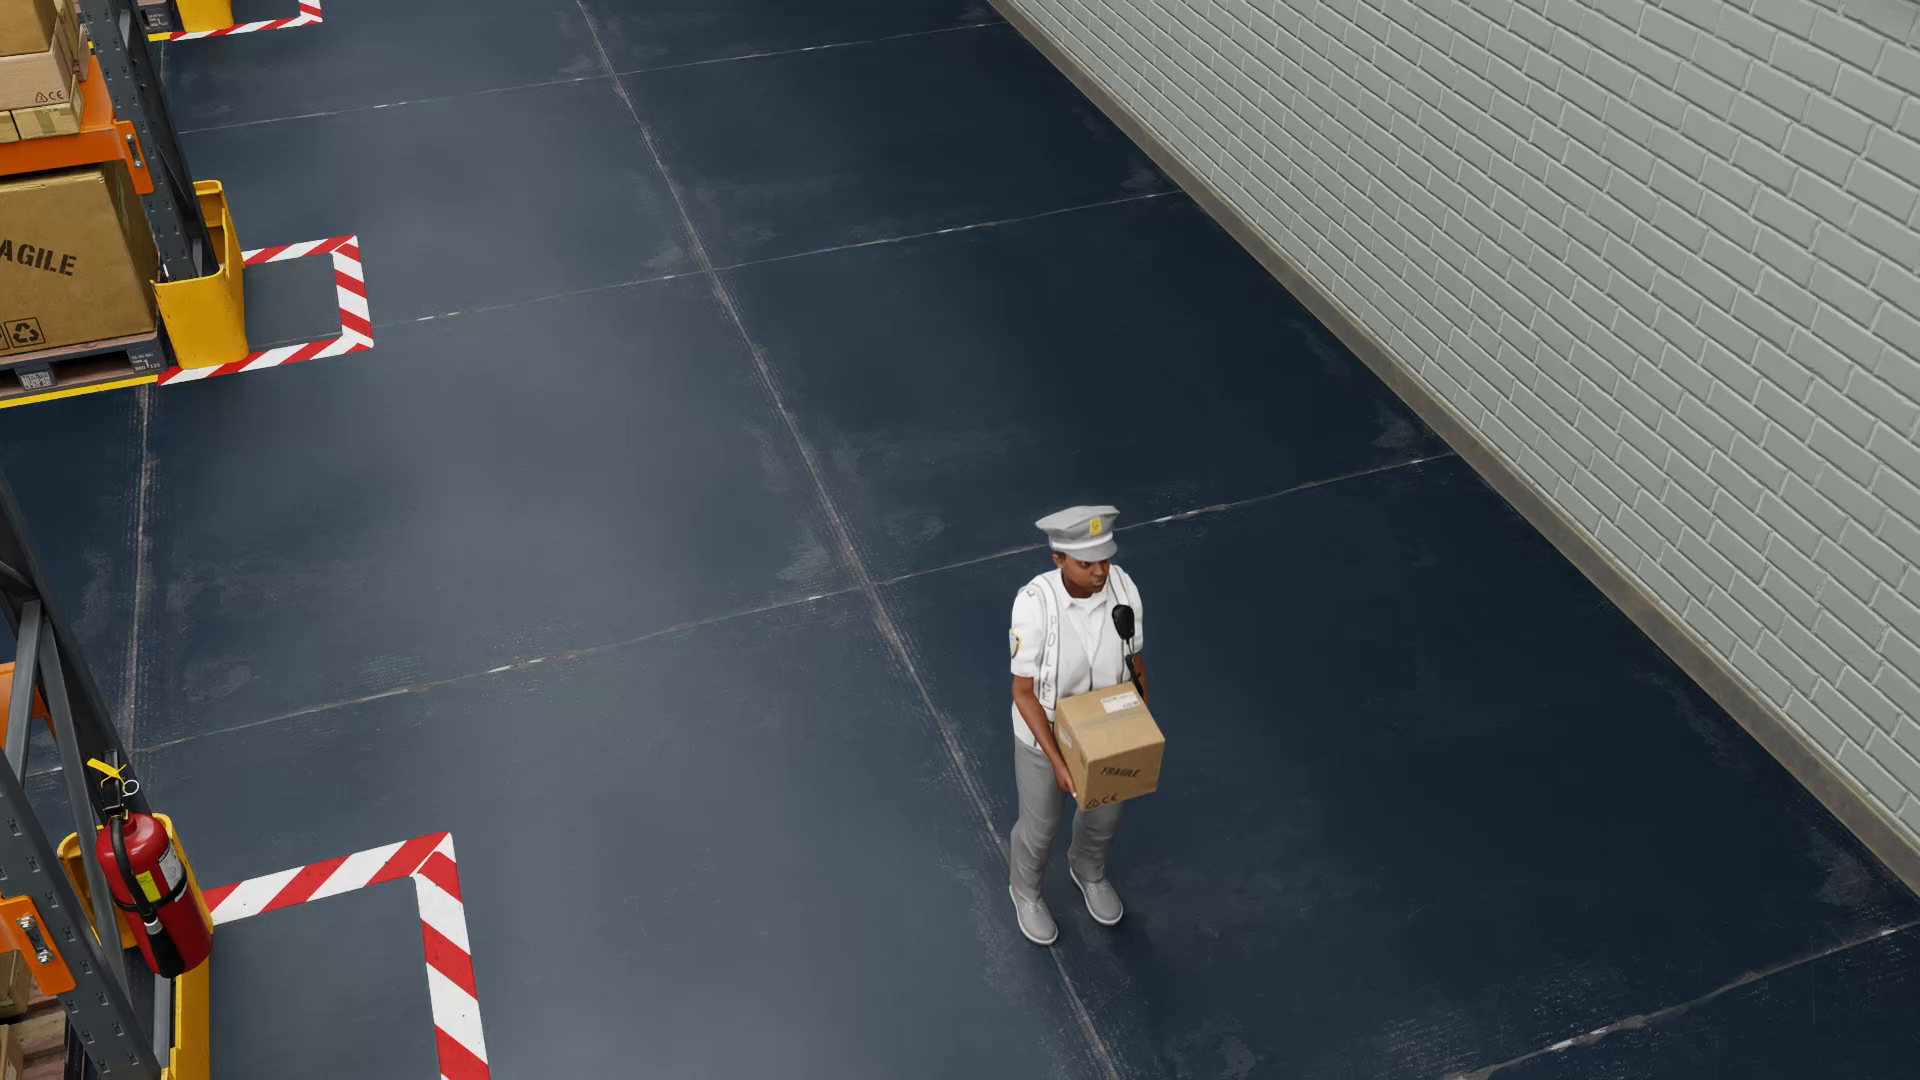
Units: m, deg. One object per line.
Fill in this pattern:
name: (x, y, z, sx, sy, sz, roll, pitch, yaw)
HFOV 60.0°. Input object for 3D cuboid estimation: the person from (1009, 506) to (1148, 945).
person: (0.387, 0.640, 5.308, 0.449, 1.688, 0.540, -13, 40, -16)
